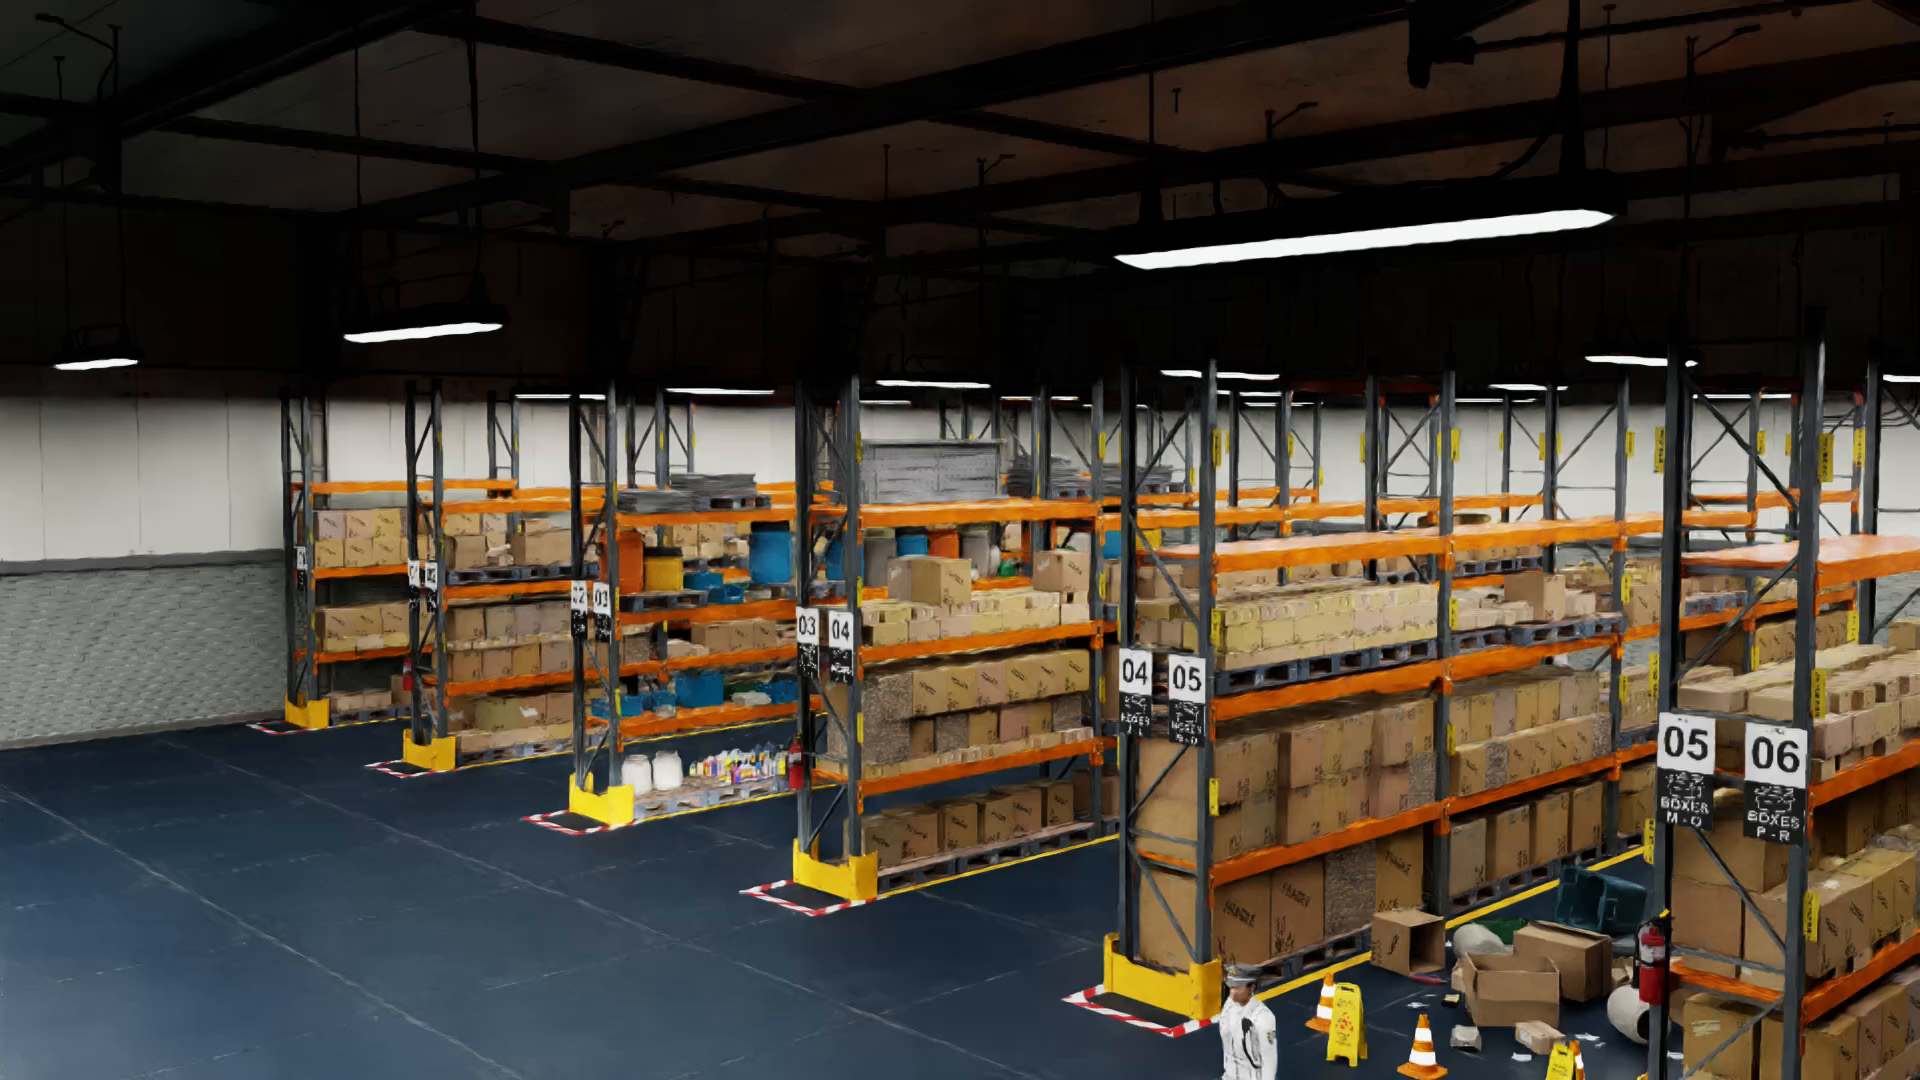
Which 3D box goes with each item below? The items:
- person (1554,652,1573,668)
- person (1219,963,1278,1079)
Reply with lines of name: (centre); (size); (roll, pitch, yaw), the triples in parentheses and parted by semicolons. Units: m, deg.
person: (11.318, 2.397, 31.447); (1.041, 1.542, 0.631); (-1, 4, -21)
person: (1.938, 3.625, 11.224); (1.077, 1.586, 0.487); (-3, 5, -41)
